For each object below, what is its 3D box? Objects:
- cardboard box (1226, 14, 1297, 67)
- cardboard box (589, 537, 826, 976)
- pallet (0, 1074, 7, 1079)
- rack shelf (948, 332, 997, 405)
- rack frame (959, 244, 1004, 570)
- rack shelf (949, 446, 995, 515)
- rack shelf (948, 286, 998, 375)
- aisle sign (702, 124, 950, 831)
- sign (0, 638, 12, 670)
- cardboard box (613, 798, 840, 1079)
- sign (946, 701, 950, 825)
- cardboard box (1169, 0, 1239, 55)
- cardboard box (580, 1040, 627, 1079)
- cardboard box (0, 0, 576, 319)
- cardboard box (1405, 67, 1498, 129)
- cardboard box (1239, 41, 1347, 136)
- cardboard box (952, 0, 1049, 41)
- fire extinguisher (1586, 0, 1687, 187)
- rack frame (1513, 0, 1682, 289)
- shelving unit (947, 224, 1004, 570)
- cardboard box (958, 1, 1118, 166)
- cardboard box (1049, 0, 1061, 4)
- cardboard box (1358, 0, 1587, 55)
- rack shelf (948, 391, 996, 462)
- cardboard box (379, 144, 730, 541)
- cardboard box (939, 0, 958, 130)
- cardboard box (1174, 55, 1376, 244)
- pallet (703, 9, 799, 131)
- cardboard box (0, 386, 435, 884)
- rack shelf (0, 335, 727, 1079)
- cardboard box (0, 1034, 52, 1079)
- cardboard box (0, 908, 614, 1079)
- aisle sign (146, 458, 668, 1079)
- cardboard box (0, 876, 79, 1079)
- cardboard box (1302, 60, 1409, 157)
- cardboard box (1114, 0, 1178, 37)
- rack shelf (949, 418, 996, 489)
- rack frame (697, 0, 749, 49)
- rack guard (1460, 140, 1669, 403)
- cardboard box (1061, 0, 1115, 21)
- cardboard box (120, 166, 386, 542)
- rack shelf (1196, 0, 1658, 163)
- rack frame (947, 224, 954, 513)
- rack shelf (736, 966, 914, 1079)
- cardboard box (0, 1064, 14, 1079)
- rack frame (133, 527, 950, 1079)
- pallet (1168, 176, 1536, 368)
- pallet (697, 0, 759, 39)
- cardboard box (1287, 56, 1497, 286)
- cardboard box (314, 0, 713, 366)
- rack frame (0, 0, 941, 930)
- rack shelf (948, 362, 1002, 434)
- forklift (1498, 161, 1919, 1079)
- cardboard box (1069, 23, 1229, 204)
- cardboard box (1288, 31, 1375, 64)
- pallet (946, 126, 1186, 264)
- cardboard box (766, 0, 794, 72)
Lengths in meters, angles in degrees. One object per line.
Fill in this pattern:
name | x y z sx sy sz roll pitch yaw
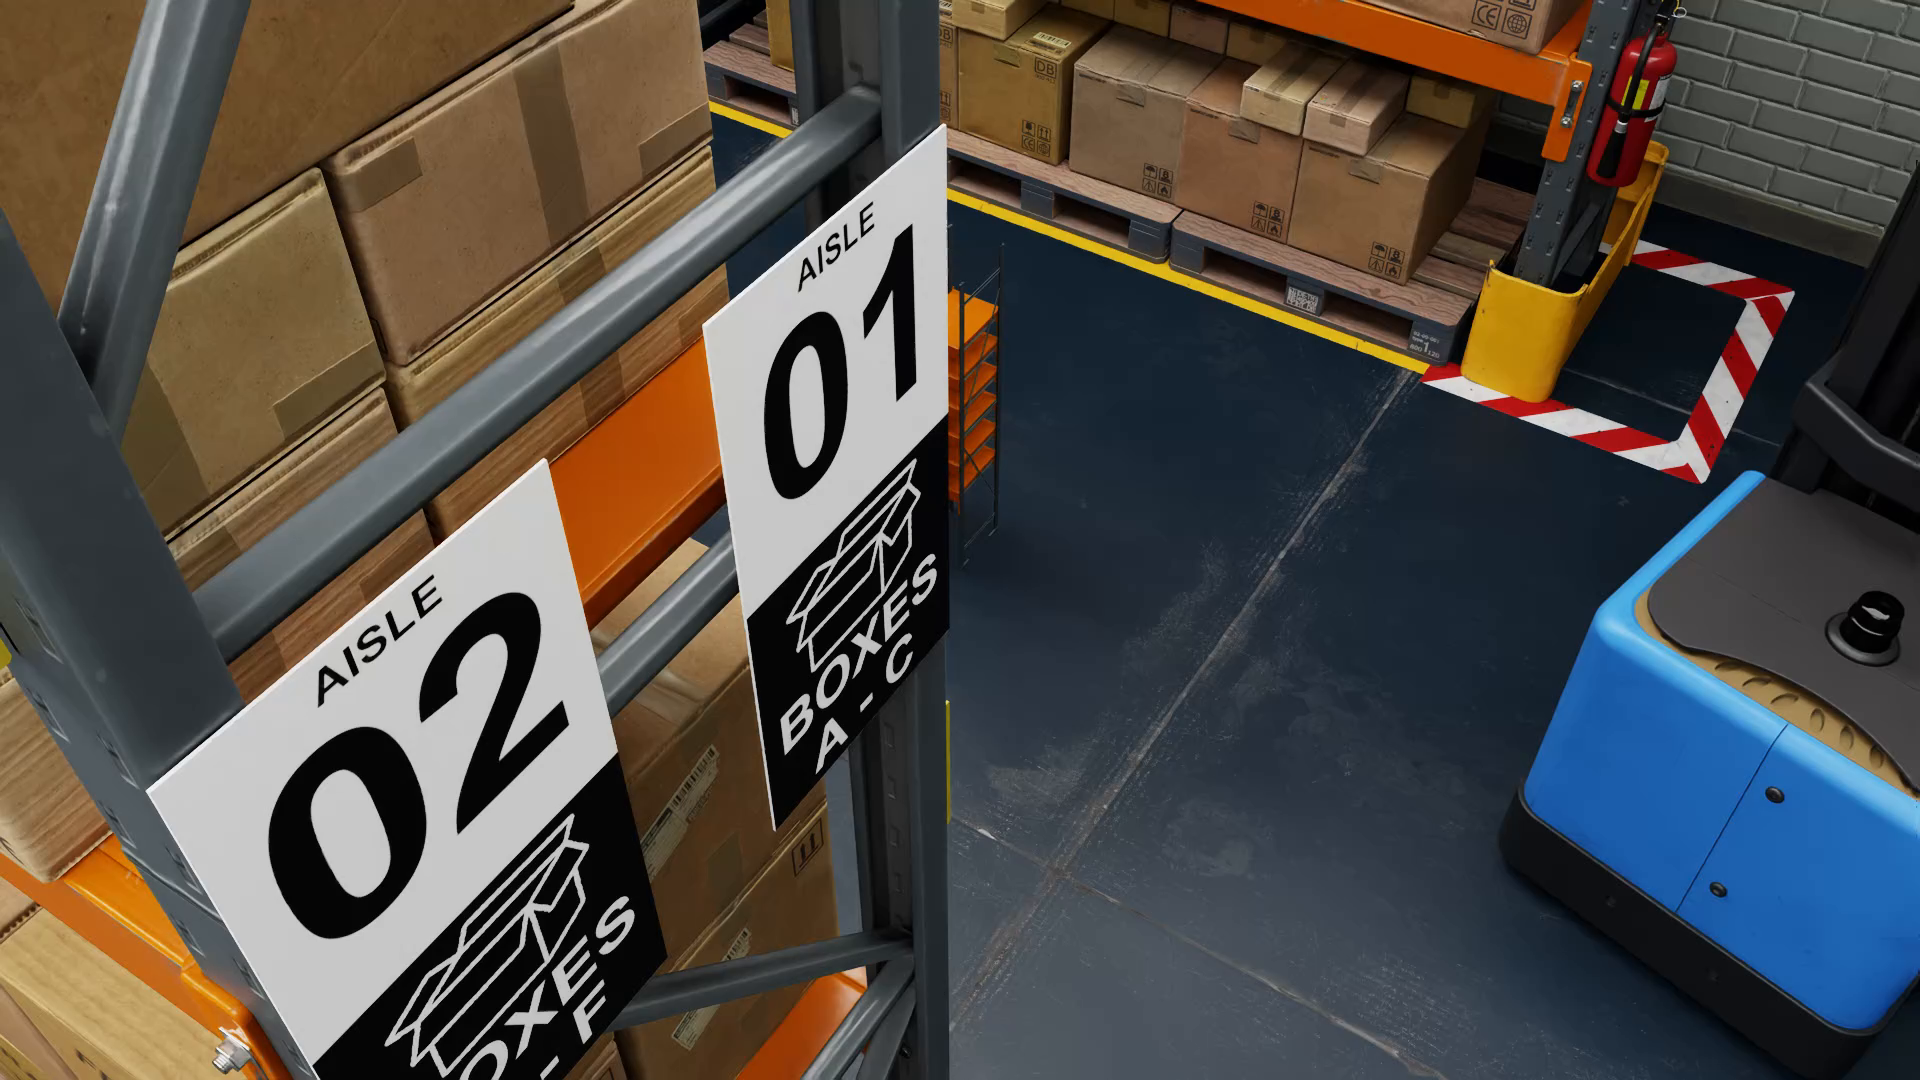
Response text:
cardboard box | 1.266 -2.047 6.646 0.250 0.149 0.380 25 51 22
cardboard box | -0.569 0.307 2.593 0.500 0.500 0.500 26 51 23
pallet | -2.096 1.183 4.453 1.213 0.211 1.003 25 51 22
rack shelf | -0.012 -0.560 5.185 0.180 0.103 0.258 25 51 22
rack frame | 0.065 -0.388 5.291 0.006 1.200 0.240 25 51 22
rack shelf | -0.012 -0.226 5.529 0.180 0.103 0.258 25 51 22
rack shelf | -0.012 -0.644 5.099 0.180 0.103 0.258 25 51 22
aisle sign | -0.122 -0.035 1.880 0.004 0.787 0.394 25 51 22
sign | -0.654 -0.005 0.954 0.005 0.325 0.100 25 51 22
cardboard box | -0.569 0.656 2.952 0.500 0.500 0.500 26 51 23
sign | -0.045 0.392 2.674 0.005 0.325 0.100 25 51 22
cardboard box | 1.051 -2.145 6.741 0.250 0.149 0.380 25 51 23
cardboard box | -0.862 0.978 2.639 0.500 0.500 0.500 26 51 23
cardboard box | -0.779 -0.596 1.379 0.500 0.500 0.700 25 51 22
cardboard box | 1.903 -1.755 6.361 0.250 0.149 0.380 25 51 22
cardboard box | 1.268 -1.720 6.328 0.250 0.149 0.380 26 51 23
cardboard box | 0.170 -2.224 6.818 0.250 0.149 0.380 23 50 21
fire extinguisher | 2.211 -1.476 5.407 0.183 0.674 0.296 25 51 22
rack frame | 2.333 -1.970 5.573 0.127 3.000 1.000 25 51 22
shelving unit | -0.012 -0.424 5.325 0.189 1.200 0.258 25 51 22
cardboard box | 0.392 -2.046 7.097 0.500 0.500 0.700 26 51 23
cardboard box | 0.404 -2.442 7.029 0.250 0.149 0.380 25 51 22
cardboard box | 1.899 -2.266 5.651 0.700 0.700 0.980 27 52 24
rack shelf | -0.012 -0.393 5.357 0.180 0.103 0.258 25 51 22
cardboard box | -0.633 -0.324 1.986 0.500 0.250 0.500 25 51 22
cardboard box | -0.039 -2.246 7.291 0.500 0.500 0.700 24 51 22
cardboard box | 1.269 -1.650 6.712 0.500 0.500 0.700 25 51 22
pallet | -0.436 -2.206 7.746 1.213 0.211 1.003 25 51 22
cardboard box | -0.913 -0.011 1.682 0.500 0.250 0.500 25 51 22
rack shelf | -2.021 -0.547 2.600 4.000 0.370 1.077 25 51 22
cardboard box | -1.300 0.779 2.832 0.500 0.500 0.500 25 51 22
cardboard box | -0.861 0.632 2.277 0.500 0.500 0.500 24 51 22
aisle sign | -0.446 0.327 1.528 0.004 0.787 0.394 25 51 22
cardboard box | -1.287 0.437 2.467 0.500 0.500 0.500 26 51 23
cardboard box | 1.484 -1.622 6.232 0.250 0.149 0.380 24 51 22
cardboard box | 0.835 -2.244 6.837 0.250 0.149 0.380 25 51 22
rack shelf | -0.012 -0.309 5.443 0.180 0.103 0.258 25 51 22
rack frame | -1.034 -3.519 7.078 0.127 3.000 1.000 25 51 22
rack guard | 2.353 -1.090 6.460 0.348 0.500 1.175 25 51 22
cardboard box | 0.622 -2.343 6.933 0.250 0.149 0.380 24 50 21
cardboard box | -0.908 -0.191 1.508 0.500 0.250 0.500 25 51 22
rack shelf | 0.650 -2.494 6.584 4.000 0.370 1.077 25 51 22
rack frame | -0.089 -0.459 5.360 0.006 1.200 0.240 25 51 22
rack shelf | -2.021 0.498 3.676 4.000 0.370 1.077 25 51 22
cardboard box | -1.718 0.582 3.023 0.500 0.500 0.500 25 51 22
rack frame | -0.338 1.022 2.666 0.127 3.000 1.000 25 51 22
pallet | 1.618 -1.261 6.828 1.213 0.211 1.003 25 51 22
pallet | -1.724 -2.800 8.324 1.213 0.211 1.003 25 51 22
cardboard box | 1.690 -1.456 6.524 0.500 0.500 0.700 25 51 22
cardboard box | -0.630 -0.502 1.810 0.500 0.250 0.500 25 51 22
rack frame | -0.338 -1.069 0.514 0.127 3.000 1.000 25 51 22
rack shelf | -0.012 -0.476 5.271 0.180 0.103 0.258 25 51 22
forklift | 2.974 -0.560 4.250 3.031 2.935 1.130 -34 55 -28
cardboard box | 0.845 -1.844 6.901 0.500 0.500 0.700 23 50 21
cardboard box | 1.476 -1.950 6.551 0.250 0.149 0.380 25 51 22
pallet | 0.595 -1.734 7.288 1.213 0.211 1.003 25 51 22
cardboard box | -0.460 -2.443 7.482 0.500 0.500 0.700 25 51 23
